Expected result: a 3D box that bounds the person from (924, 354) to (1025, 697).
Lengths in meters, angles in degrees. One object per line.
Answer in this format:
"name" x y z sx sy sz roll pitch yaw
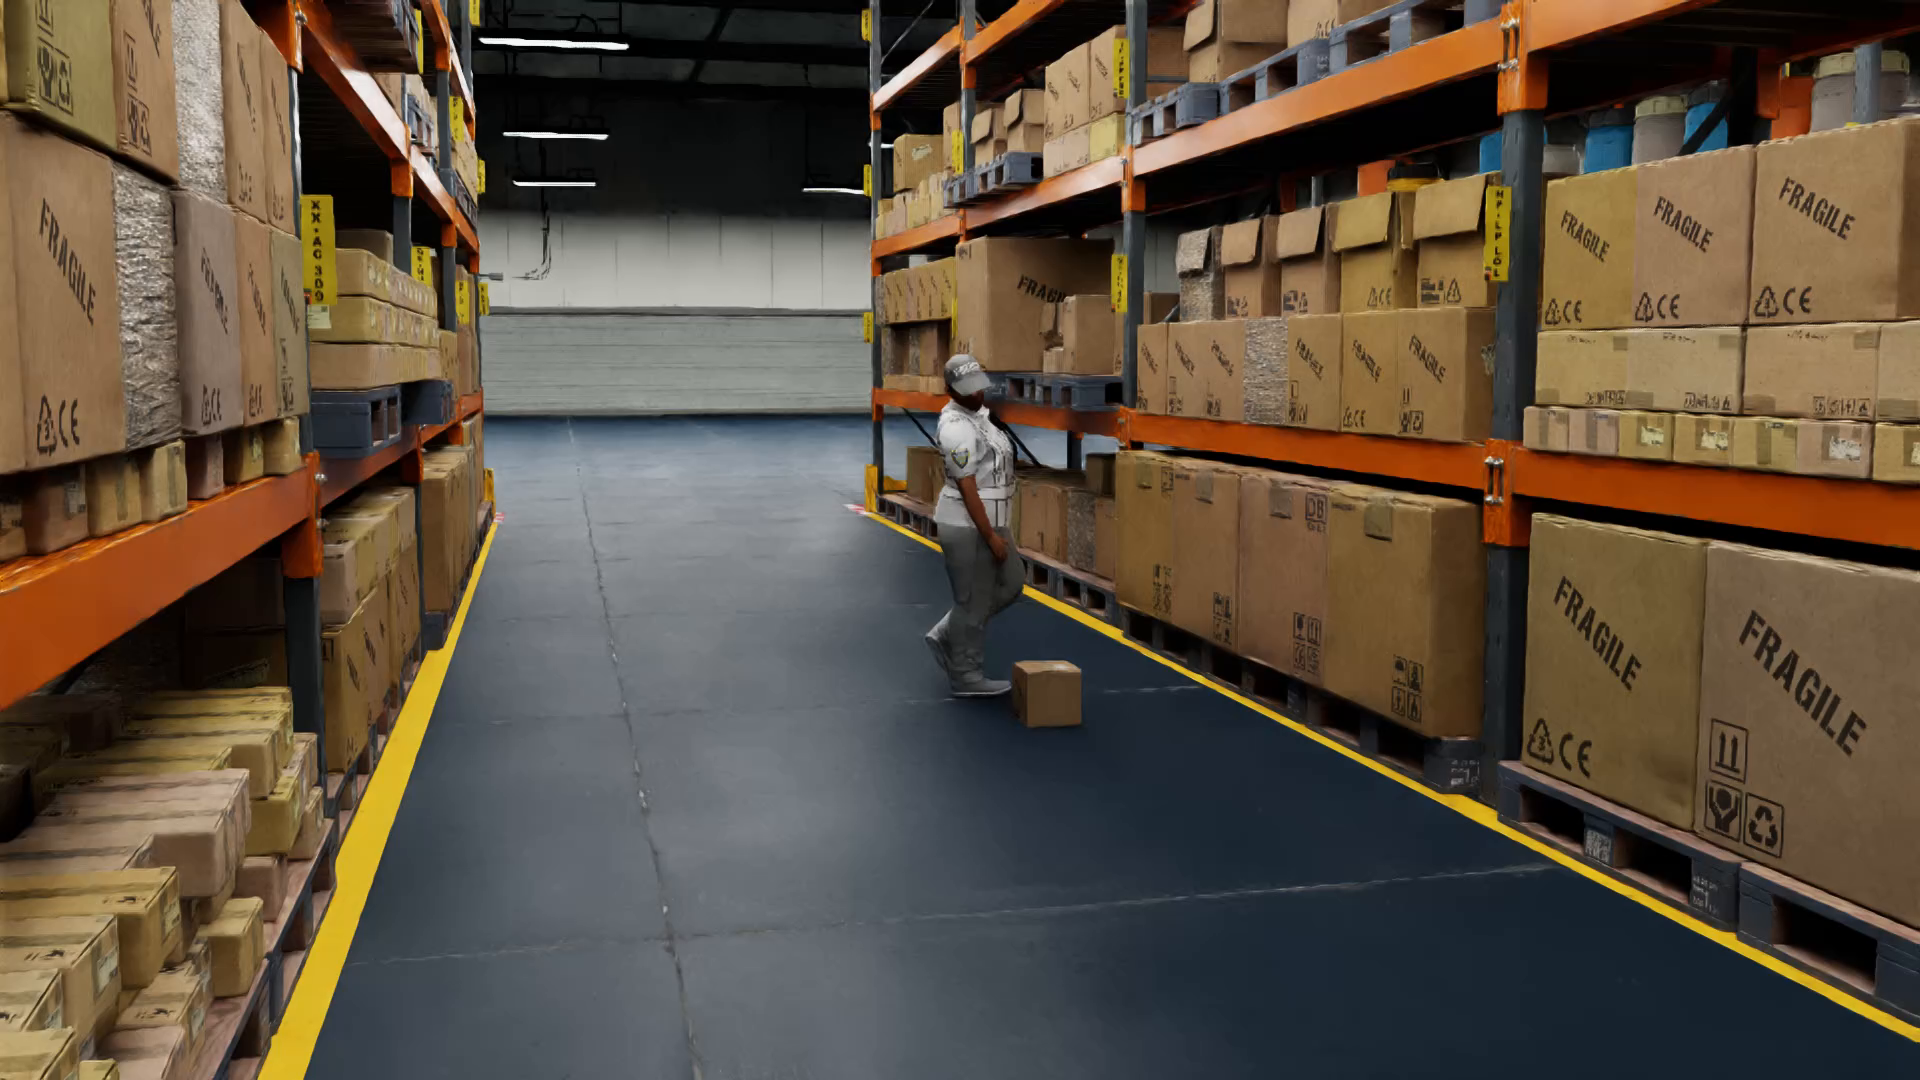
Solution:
"person" 0.065 -0.056 7.803 0.473 1.622 0.639 0 6 4
